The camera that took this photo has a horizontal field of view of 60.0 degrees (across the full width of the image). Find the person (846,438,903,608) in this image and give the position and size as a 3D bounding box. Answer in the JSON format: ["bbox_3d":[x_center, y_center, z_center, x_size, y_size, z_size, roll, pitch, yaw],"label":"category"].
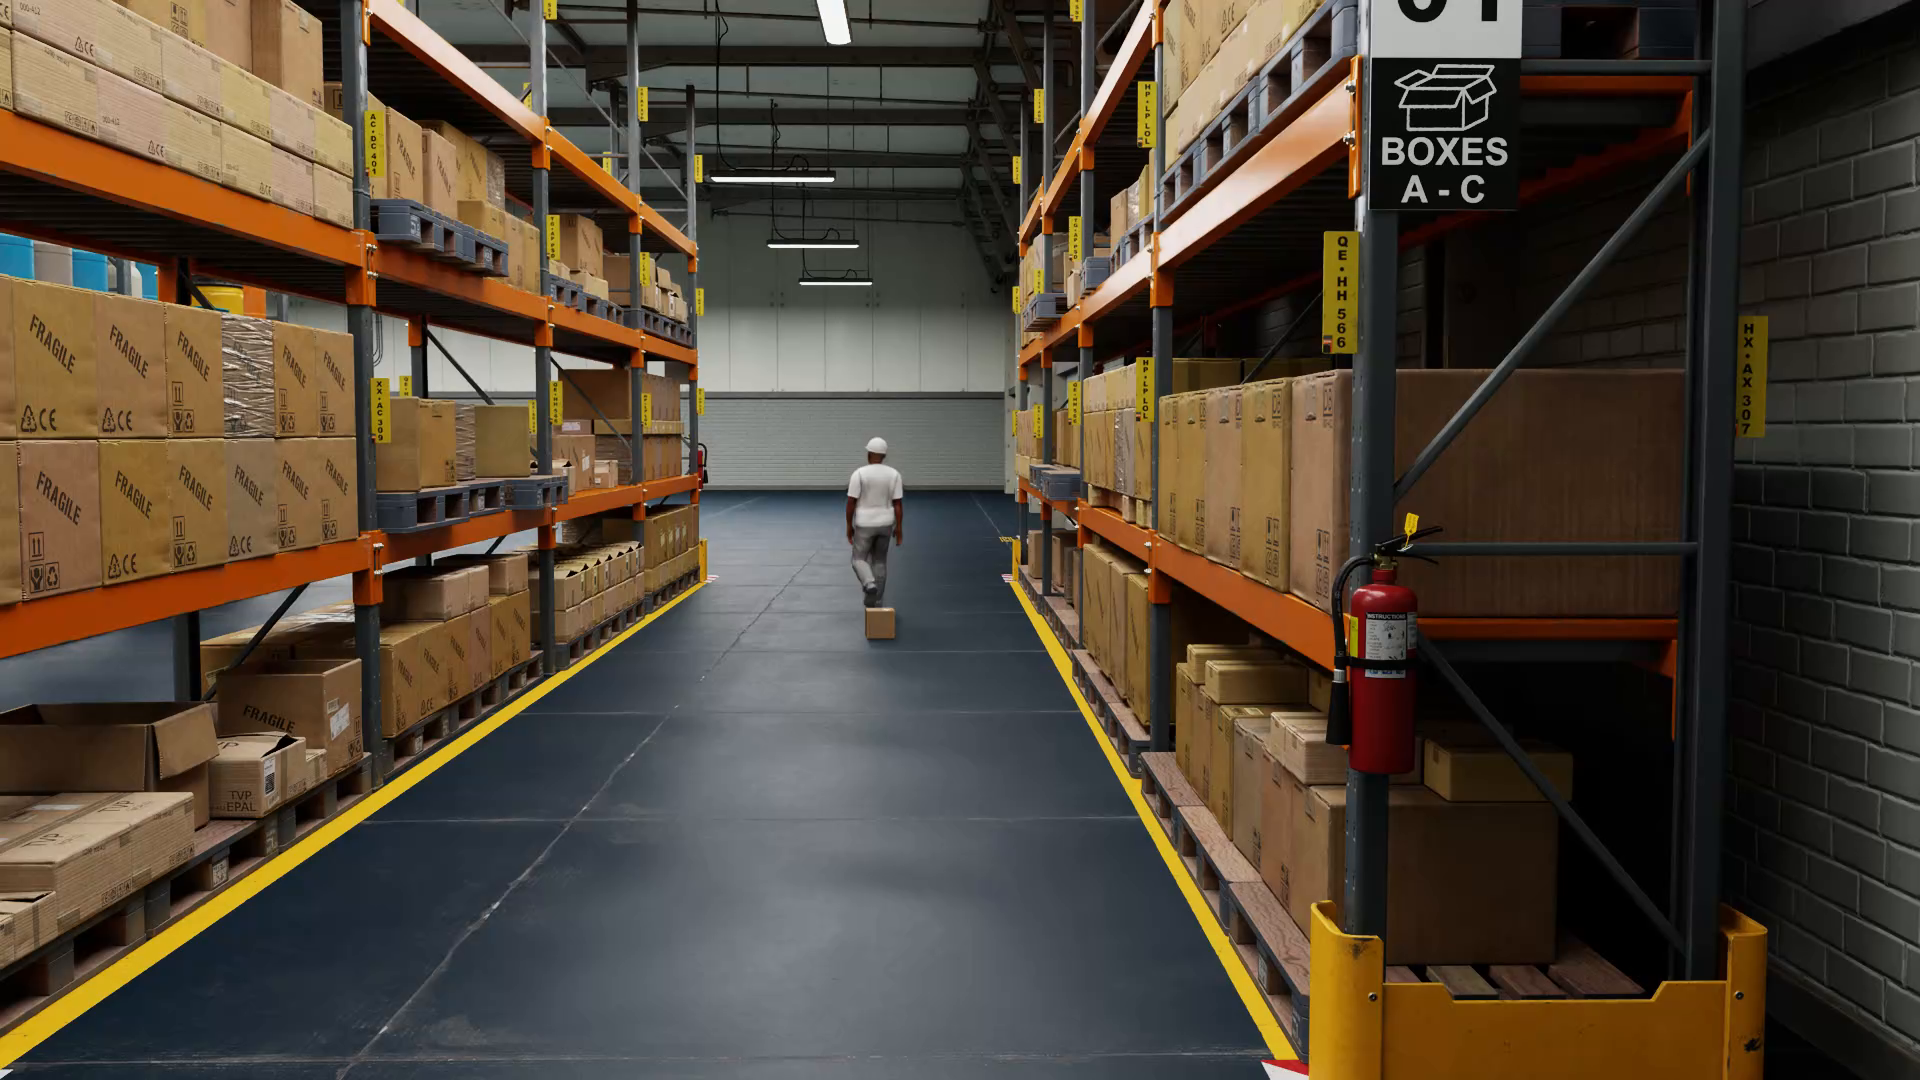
[{"bbox_3d":[-0.853,-0.144,16.557,0.588,1.748,0.686,-1,4,-19],"label":"person"}]
